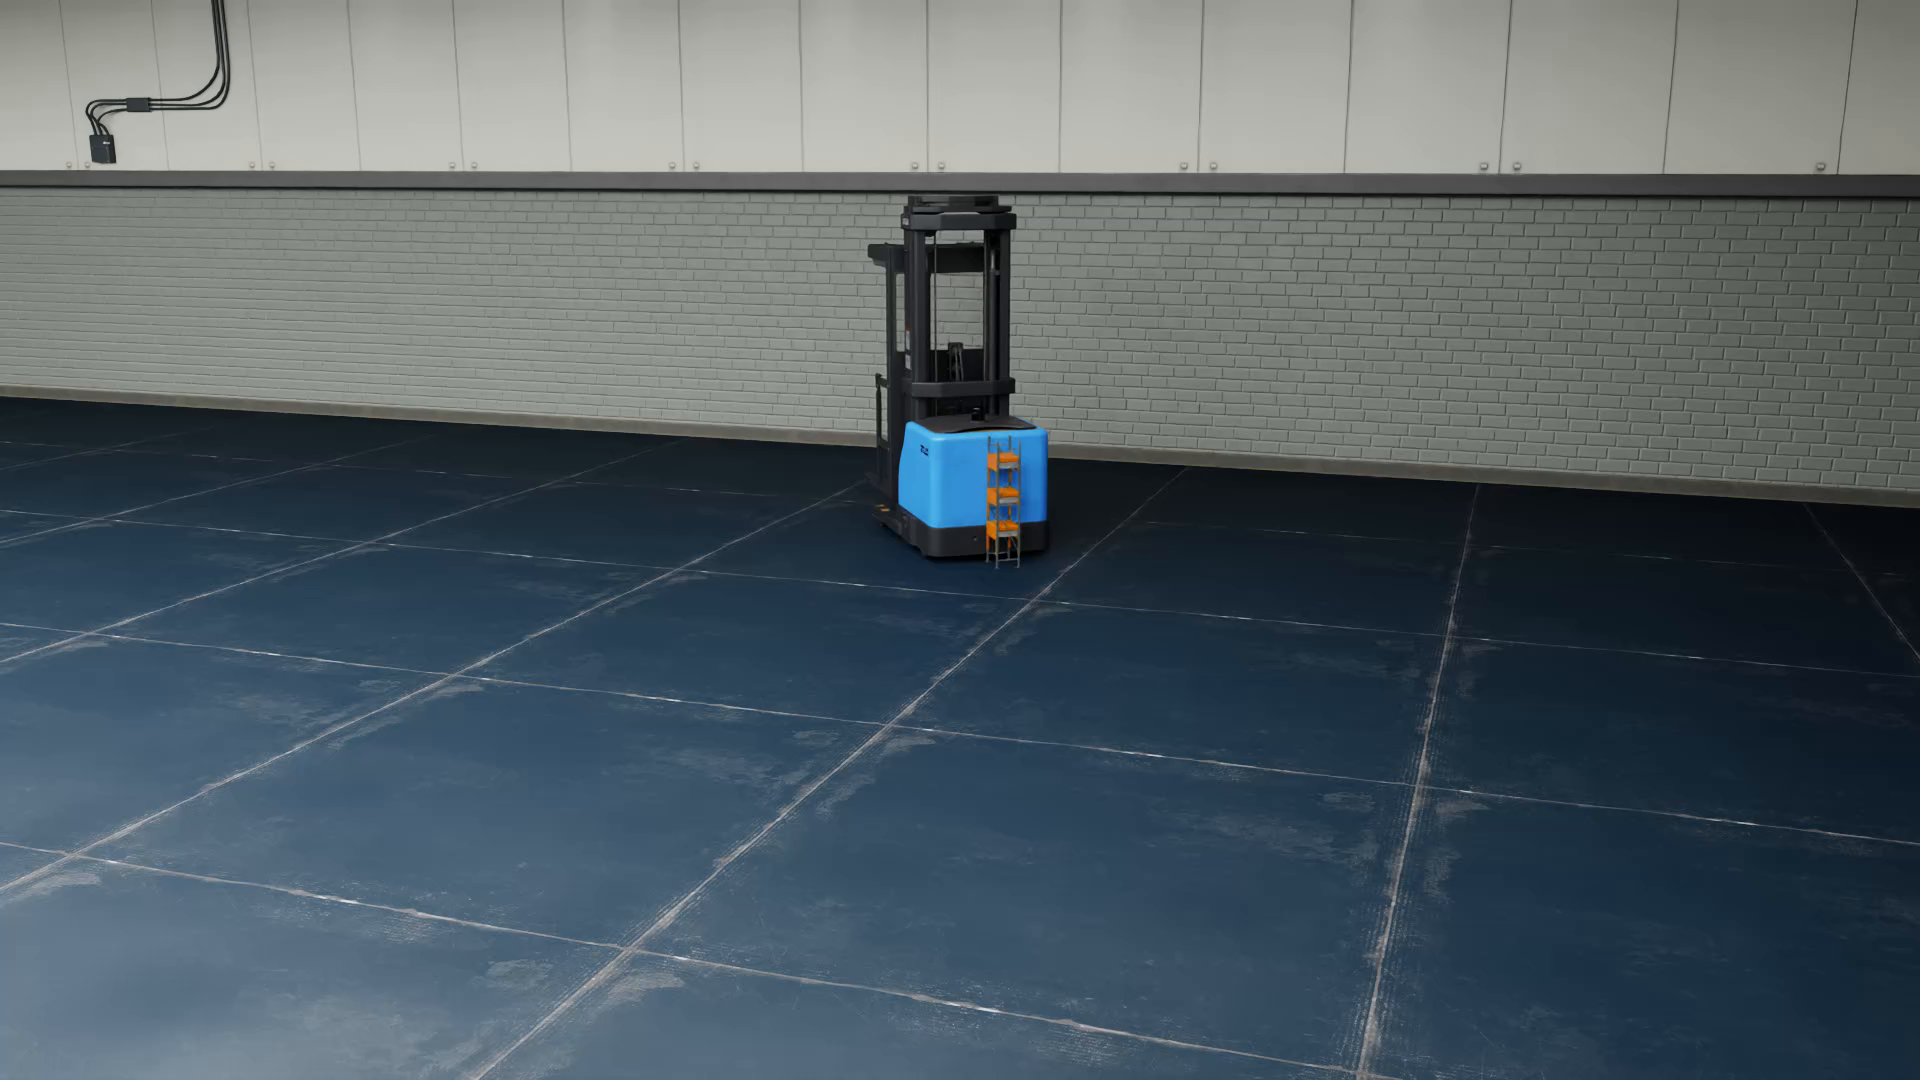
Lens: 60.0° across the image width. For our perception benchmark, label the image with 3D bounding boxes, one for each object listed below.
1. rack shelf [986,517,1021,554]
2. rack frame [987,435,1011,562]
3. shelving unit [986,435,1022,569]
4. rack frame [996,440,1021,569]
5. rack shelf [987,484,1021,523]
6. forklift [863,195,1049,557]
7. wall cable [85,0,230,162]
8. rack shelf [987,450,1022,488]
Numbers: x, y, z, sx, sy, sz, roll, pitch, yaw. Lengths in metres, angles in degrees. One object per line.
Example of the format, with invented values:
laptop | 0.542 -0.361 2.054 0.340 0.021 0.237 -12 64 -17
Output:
rack shelf | 0.353 -0.026 13.532 0.215 0.259 0.240 -4 14 -17
rack frame | 0.318 -0.334 13.578 0.200 1.050 0.008 -4 14 -17
shelving unit | 0.354 -0.307 13.464 0.215 1.050 0.252 -4 14 -17
rack frame | 0.390 -0.279 13.351 0.200 1.050 0.008 -4 14 -17
rack shelf | 0.354 -0.296 13.467 0.215 0.259 0.240 -4 14 -17
forklift | -0.180 -1.570 14.780 1.130 2.935 3.031 -4 13 -17
wall cable | -10.307 -7.813 20.855 2.305 6.003 0.169 4 14 18
rack shelf | 0.355 -0.572 13.400 0.215 0.259 0.240 -4 14 -17
